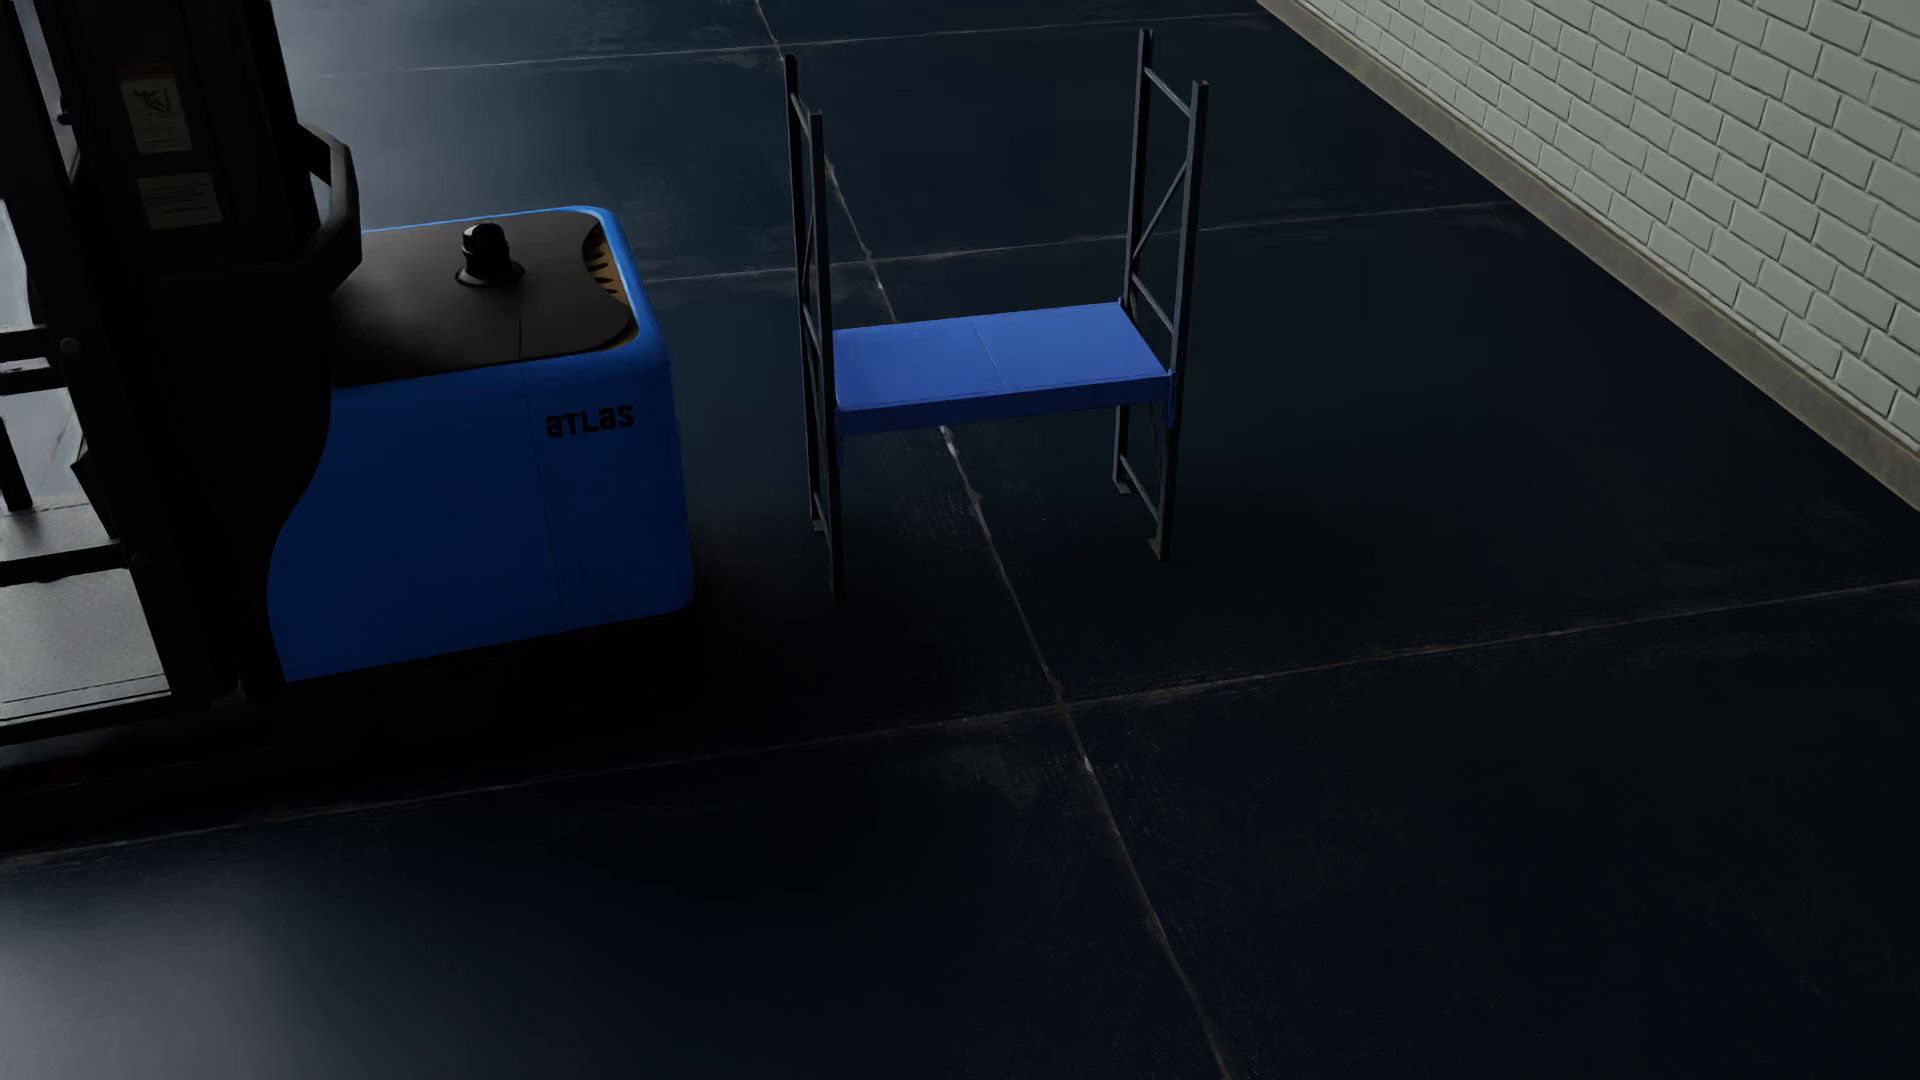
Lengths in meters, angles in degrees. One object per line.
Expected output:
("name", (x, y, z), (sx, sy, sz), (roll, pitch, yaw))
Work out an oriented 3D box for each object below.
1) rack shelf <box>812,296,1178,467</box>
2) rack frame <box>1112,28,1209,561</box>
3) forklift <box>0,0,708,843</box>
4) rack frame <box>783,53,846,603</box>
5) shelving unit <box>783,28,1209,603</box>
("rack shelf", (0.083, -0.484, 4.948), (1.000, 0.185, 0.538), (-7, 35, -11))
("rack frame", (0.579, -0.696, 4.941), (0.032, 1.500, 0.500), (-7, 35, -11))
("forklift", (-2.274, -0.794, 3.803), (3.031, 2.935, 1.130), (-10, 35, -15))
("rack frame", (-0.413, -0.571, 4.755), (0.032, 1.500, 0.500), (-7, 35, -11))
("shelving unit", (0.083, -0.633, 4.848), (1.048, 1.500, 0.538), (-7, 35, -11))
